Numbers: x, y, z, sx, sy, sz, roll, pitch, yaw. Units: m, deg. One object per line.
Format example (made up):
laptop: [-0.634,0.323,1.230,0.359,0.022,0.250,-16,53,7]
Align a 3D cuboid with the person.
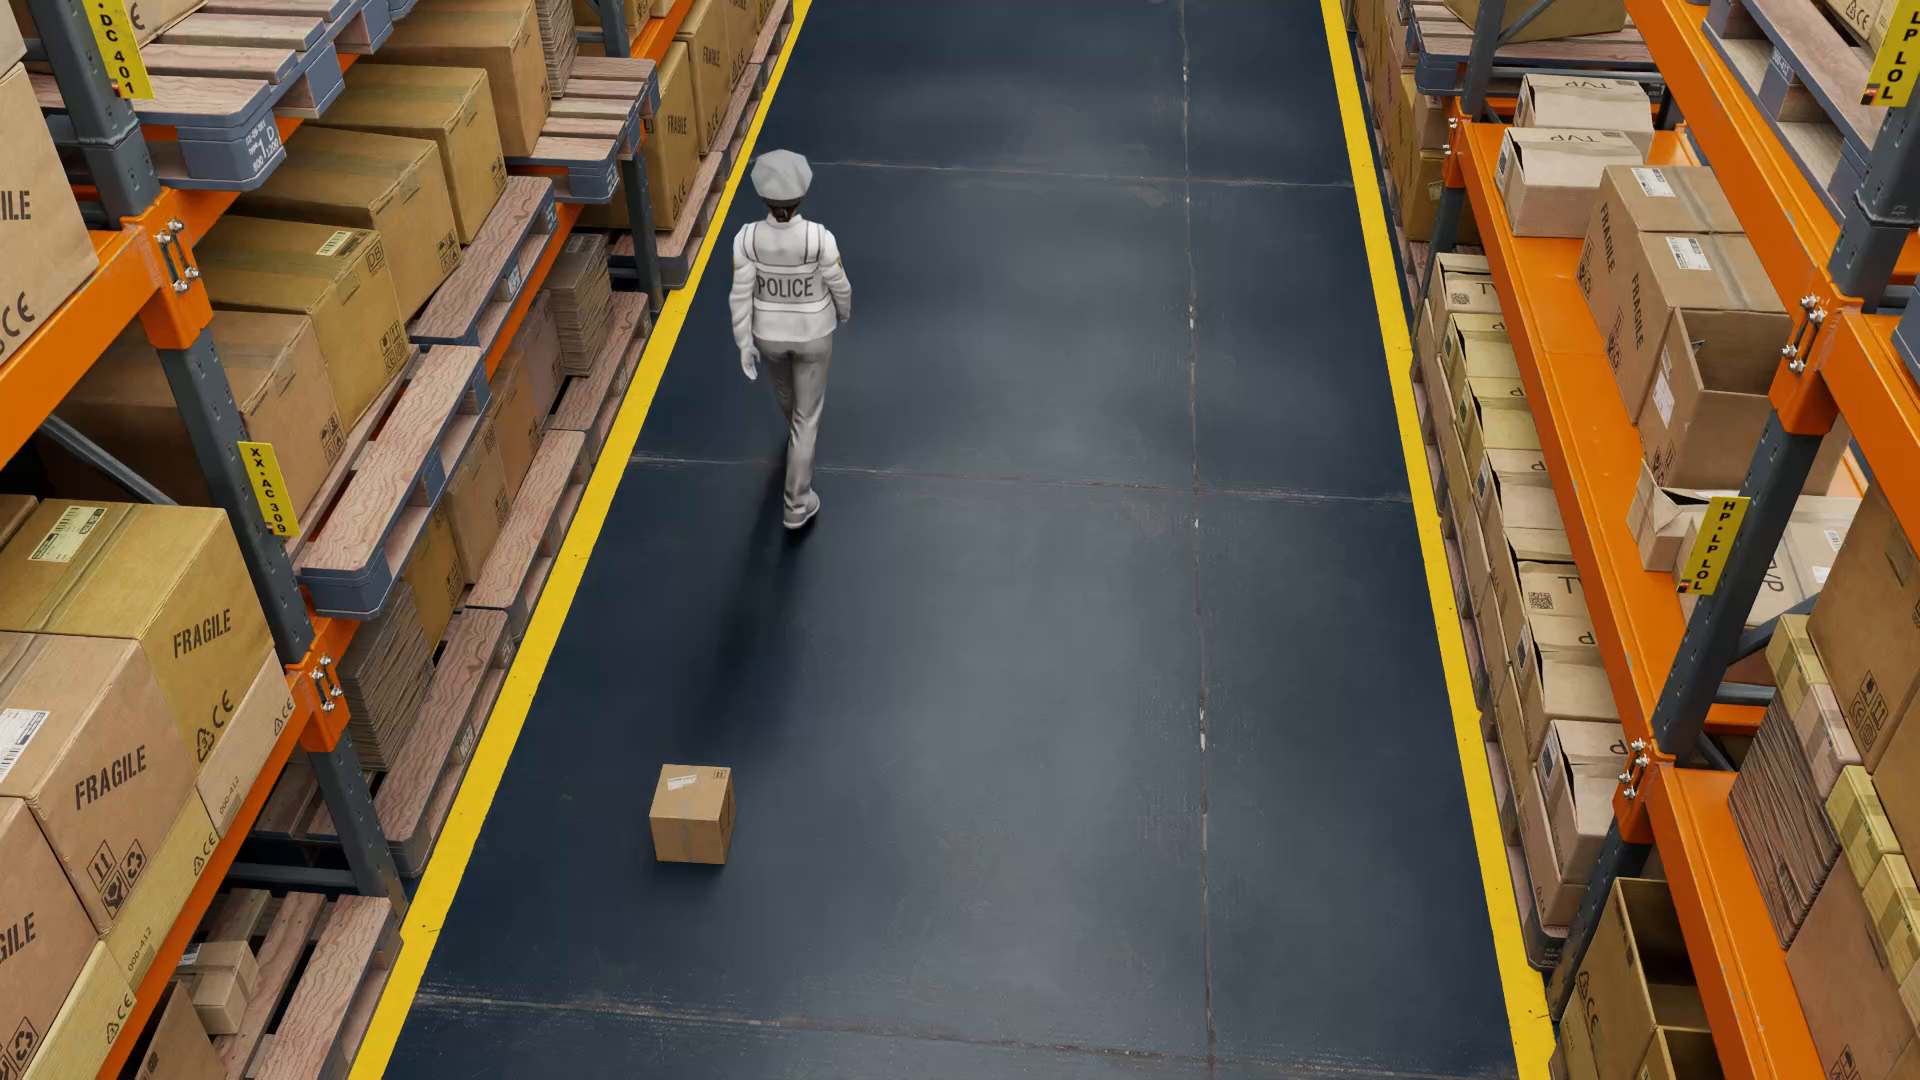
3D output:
person: [-0.708,-0.960,7.243,0.498,1.624,1.009,5,41,6]
